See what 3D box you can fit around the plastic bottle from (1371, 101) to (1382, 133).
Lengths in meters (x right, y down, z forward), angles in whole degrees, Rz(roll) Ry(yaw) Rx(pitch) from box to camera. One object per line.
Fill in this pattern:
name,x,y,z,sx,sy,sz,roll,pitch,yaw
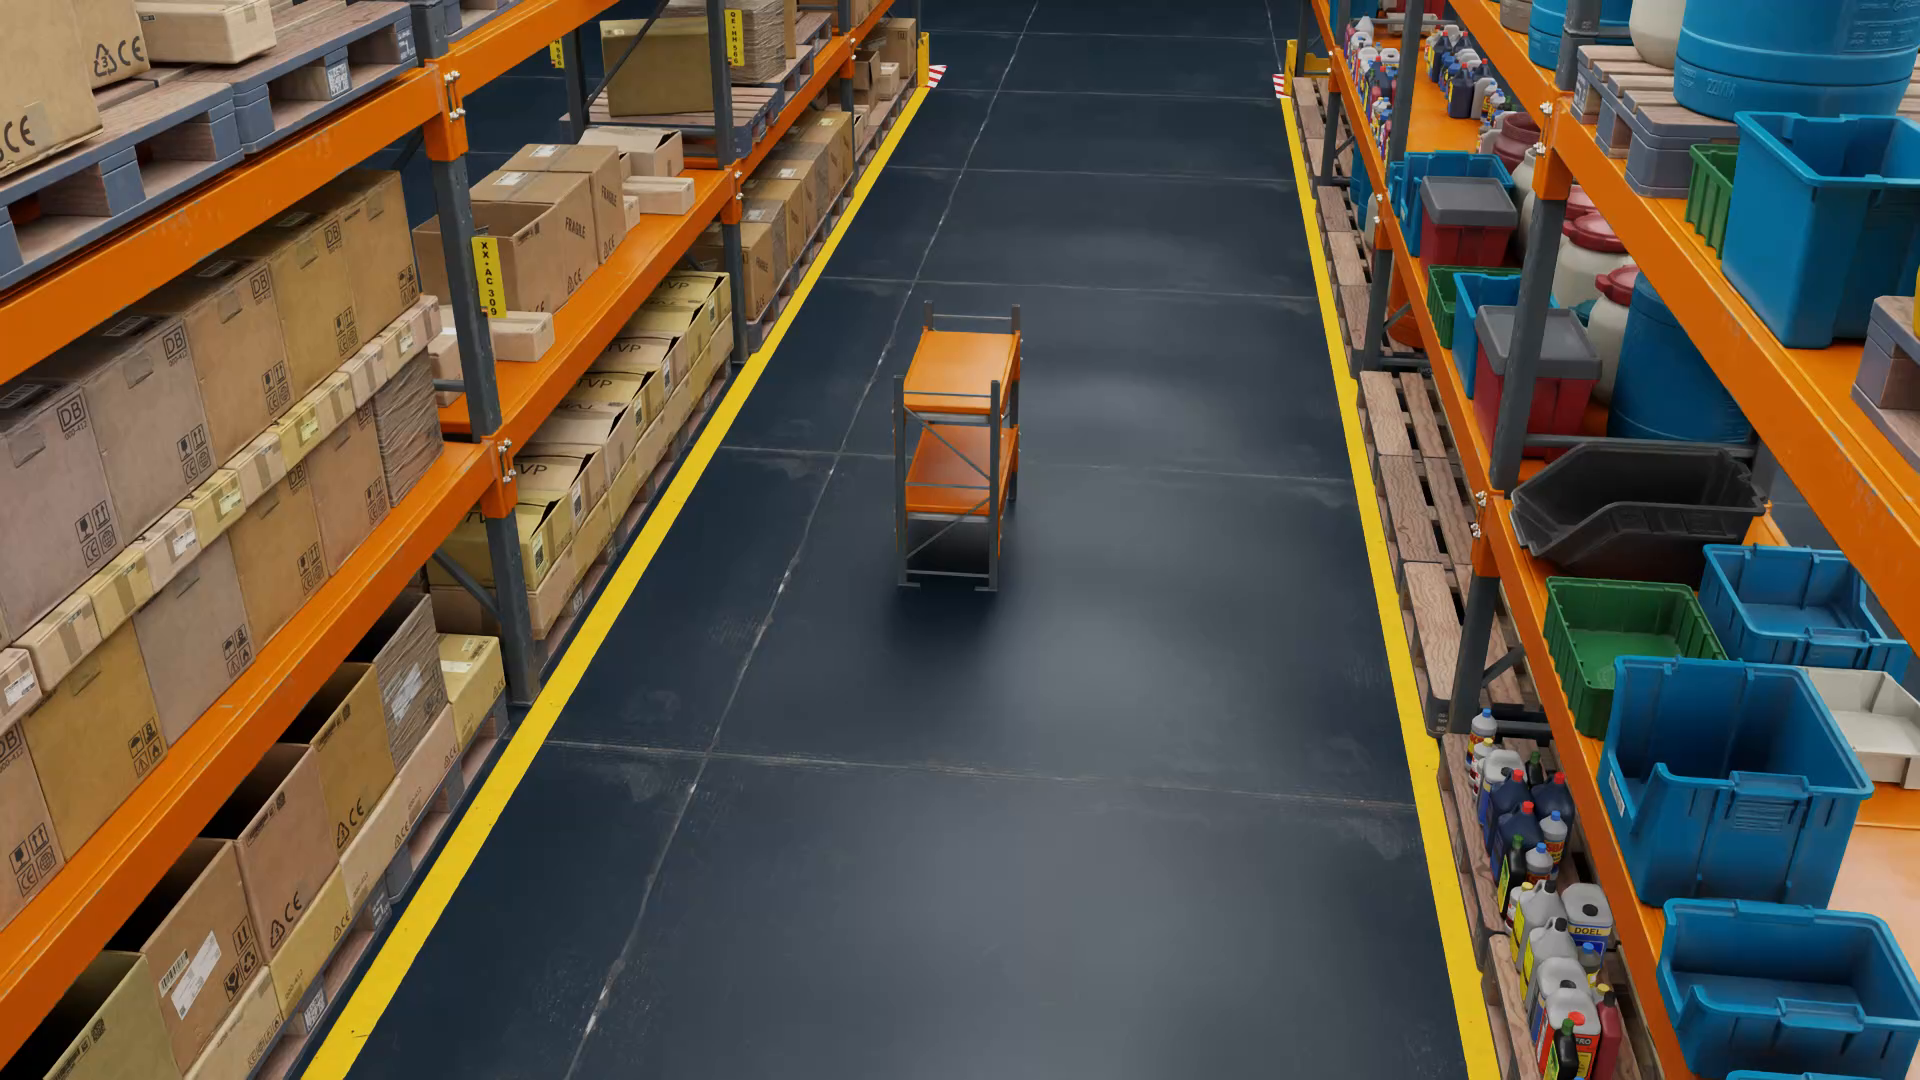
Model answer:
plastic bottle,2.777,-2.795,10.985,0.097,0.201,0.097,0,28,0

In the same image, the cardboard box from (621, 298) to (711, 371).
cardboard box,-1.774,-1.236,9.746,0.500,0.311,0.500,3,28,5

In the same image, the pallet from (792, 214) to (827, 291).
pallet,-1.616,-2.215,12.638,1.003,0.211,1.213,3,28,6

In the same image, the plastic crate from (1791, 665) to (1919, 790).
plastic crate,2.581,0.547,4.850,0.530,0.136,0.437,3,28,6

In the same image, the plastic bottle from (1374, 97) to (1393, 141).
plastic bottle,2.753,-2.734,10.799,0.097,0.271,0.097,0,28,0

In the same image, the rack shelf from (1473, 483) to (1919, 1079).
rack shelf,2.283,0.910,4.656,1.077,0.370,4.000,3,28,6

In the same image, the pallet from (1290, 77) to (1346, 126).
pallet,3.859,-4.383,16.663,1.003,0.211,1.213,3,28,6

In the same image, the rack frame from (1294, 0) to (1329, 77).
rack frame,3.999,-5.996,16.718,1.000,3.000,0.127,3,28,6

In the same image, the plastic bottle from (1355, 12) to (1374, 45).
plastic bottle,3.139,-3.926,12.927,0.144,0.351,0.185,3,28,6

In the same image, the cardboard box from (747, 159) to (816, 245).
cardboard box,-1.374,-2.540,12.473,0.500,0.500,0.500,2,28,4

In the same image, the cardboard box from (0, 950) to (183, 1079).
cardboard box,-2.532,1.466,4.532,0.500,0.500,0.500,3,28,6

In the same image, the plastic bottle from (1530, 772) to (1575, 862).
plastic bottle,2.161,0.989,6.081,0.144,0.351,0.185,3,28,6

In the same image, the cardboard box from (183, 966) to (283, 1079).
cardboard box,-2.472,1.561,5.147,0.500,0.250,0.500,3,28,6

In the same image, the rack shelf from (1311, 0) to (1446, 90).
rack shelf,3.754,-4.738,15.141,1.077,0.370,4.000,3,28,6

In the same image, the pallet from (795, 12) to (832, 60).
pallet,-1.613,-3.949,13.120,1.003,0.211,1.213,3,28,6

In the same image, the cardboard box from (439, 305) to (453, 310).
cardboard box,-2.462,-1.003,7.591,0.396,0.266,0.258,3,28,5

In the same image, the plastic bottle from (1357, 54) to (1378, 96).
plastic bottle,2.932,-3.318,11.877,0.152,0.276,0.135,3,28,6

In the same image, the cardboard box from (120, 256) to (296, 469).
cardboard box,-2.558,-0.570,5.172,0.700,0.500,0.500,3,28,6

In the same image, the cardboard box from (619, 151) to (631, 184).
cardboard box,-2.199,-2.071,9.526,0.500,0.311,0.500,3,28,6

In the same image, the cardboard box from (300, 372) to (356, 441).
cardboard box,-2.301,-0.463,5.658,0.380,0.149,0.250,3,28,6

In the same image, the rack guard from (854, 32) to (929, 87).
rack guard,-0.926,-5.150,17.782,1.175,0.500,0.348,3,28,6

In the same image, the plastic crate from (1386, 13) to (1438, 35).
plastic crate,3.707,-4.235,13.662,0.396,0.136,0.243,3,28,6

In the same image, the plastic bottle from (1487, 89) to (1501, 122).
plastic bottle,3.547,-2.847,11.008,0.097,0.271,0.097,0,28,0

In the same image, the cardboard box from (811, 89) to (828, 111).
cardboard box,-1.527,-4.051,15.478,0.500,0.311,0.500,3,28,6

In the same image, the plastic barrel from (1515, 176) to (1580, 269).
plastic barrel,3.053,-1.585,8.412,0.421,0.512,0.421,0,28,0

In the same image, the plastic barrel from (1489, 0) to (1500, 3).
plastic barrel,2.535,-2.757,7.013,0.600,0.901,0.708,3,28,6

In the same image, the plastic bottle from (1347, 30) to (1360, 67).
plastic bottle,3.016,-3.745,12.675,0.097,0.271,0.097,0,28,0

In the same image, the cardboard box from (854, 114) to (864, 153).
cardboard box,-1.141,-3.598,14.637,0.500,0.311,0.500,3,28,6

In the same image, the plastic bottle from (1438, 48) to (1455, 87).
plastic bottle,3.548,-3.442,12.112,0.097,0.271,0.097,0,28,0

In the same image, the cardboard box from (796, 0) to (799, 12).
cardboard box,-1.600,-4.697,14.201,0.500,0.500,0.500,4,29,7

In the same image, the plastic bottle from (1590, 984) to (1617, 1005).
plastic bottle,2.029,1.499,5.291,0.097,0.201,0.097,0,28,0

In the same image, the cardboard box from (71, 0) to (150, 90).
cardboard box,-2.714,-1.482,4.477,0.797,0.503,0.637,6,29,12

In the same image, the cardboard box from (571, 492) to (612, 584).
cardboard box,-2.028,-0.028,8.095,0.500,0.250,0.500,4,29,7

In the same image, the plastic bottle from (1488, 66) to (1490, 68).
plastic bottle,3.647,-3.164,11.584,0.061,0.283,0.133,3,28,6

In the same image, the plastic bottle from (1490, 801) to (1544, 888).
plastic bottle,1.994,1.069,5.932,0.144,0.351,0.185,2,28,4

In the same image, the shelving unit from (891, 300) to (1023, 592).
shelving unit,0.001,-0.498,8.489,0.538,1.125,1.048,3,28,6

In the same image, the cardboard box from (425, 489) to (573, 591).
cardboard box,-2.089,-0.039,7.524,0.500,0.311,0.500,3,29,6

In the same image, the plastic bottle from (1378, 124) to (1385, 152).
plastic bottle,2.717,-2.566,10.560,0.097,0.201,0.097,0,28,0

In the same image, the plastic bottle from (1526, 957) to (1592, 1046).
plastic bottle,1.903,1.468,5.270,0.152,0.276,0.135,3,28,5

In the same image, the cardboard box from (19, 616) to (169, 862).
cardboard box,-2.681,0.502,4.551,0.700,0.500,0.500,4,29,7

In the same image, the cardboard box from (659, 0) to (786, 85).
cardboard box,-1.630,-3.472,11.483,0.700,0.500,0.500,9,30,16

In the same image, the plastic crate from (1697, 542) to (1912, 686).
plastic crate,2.662,0.254,5.272,0.499,0.251,0.616,3,28,6

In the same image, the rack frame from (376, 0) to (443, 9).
rack frame,-2.387,-3.279,5.348,1.000,3.000,0.127,3,28,6

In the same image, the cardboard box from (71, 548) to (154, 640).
cardboard box,-2.460,0.137,4.543,0.380,0.149,0.250,3,28,6

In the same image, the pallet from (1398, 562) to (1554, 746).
pallet,2.586,0.508,7.585,1.003,0.211,1.213,3,28,6

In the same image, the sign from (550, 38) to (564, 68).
sign,-2.437,-3.022,10.060,0.100,0.325,0.005,3,28,6

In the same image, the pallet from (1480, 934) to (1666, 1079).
pallet,2.258,1.769,5.243,1.003,0.211,1.213,3,28,6

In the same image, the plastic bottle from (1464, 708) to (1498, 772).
plastic bottle,2.054,0.784,6.545,0.097,0.271,0.097,0,28,0

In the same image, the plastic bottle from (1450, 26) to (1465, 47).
plastic bottle,3.721,-3.640,12.396,0.144,0.351,0.185,3,28,6

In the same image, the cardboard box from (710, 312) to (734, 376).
cardboard box,-1.720,-1.233,10.332,0.500,0.250,0.500,4,29,7

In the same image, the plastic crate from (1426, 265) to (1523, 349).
plastic crate,2.462,-1.091,7.835,0.450,0.188,0.662,3,28,6

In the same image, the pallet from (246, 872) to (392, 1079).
pallet,-2.673,1.538,5.673,1.003,0.211,1.213,3,28,6

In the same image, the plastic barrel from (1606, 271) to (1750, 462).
plastic barrel,2.876,-0.733,6.419,0.600,0.901,0.708,3,28,6

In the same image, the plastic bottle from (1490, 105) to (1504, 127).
plastic bottle,3.430,-2.633,10.611,0.097,0.271,0.097,0,28,0

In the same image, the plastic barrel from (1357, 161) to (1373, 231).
plastic barrel,3.338,-2.786,12.529,0.600,0.901,0.708,3,28,6
